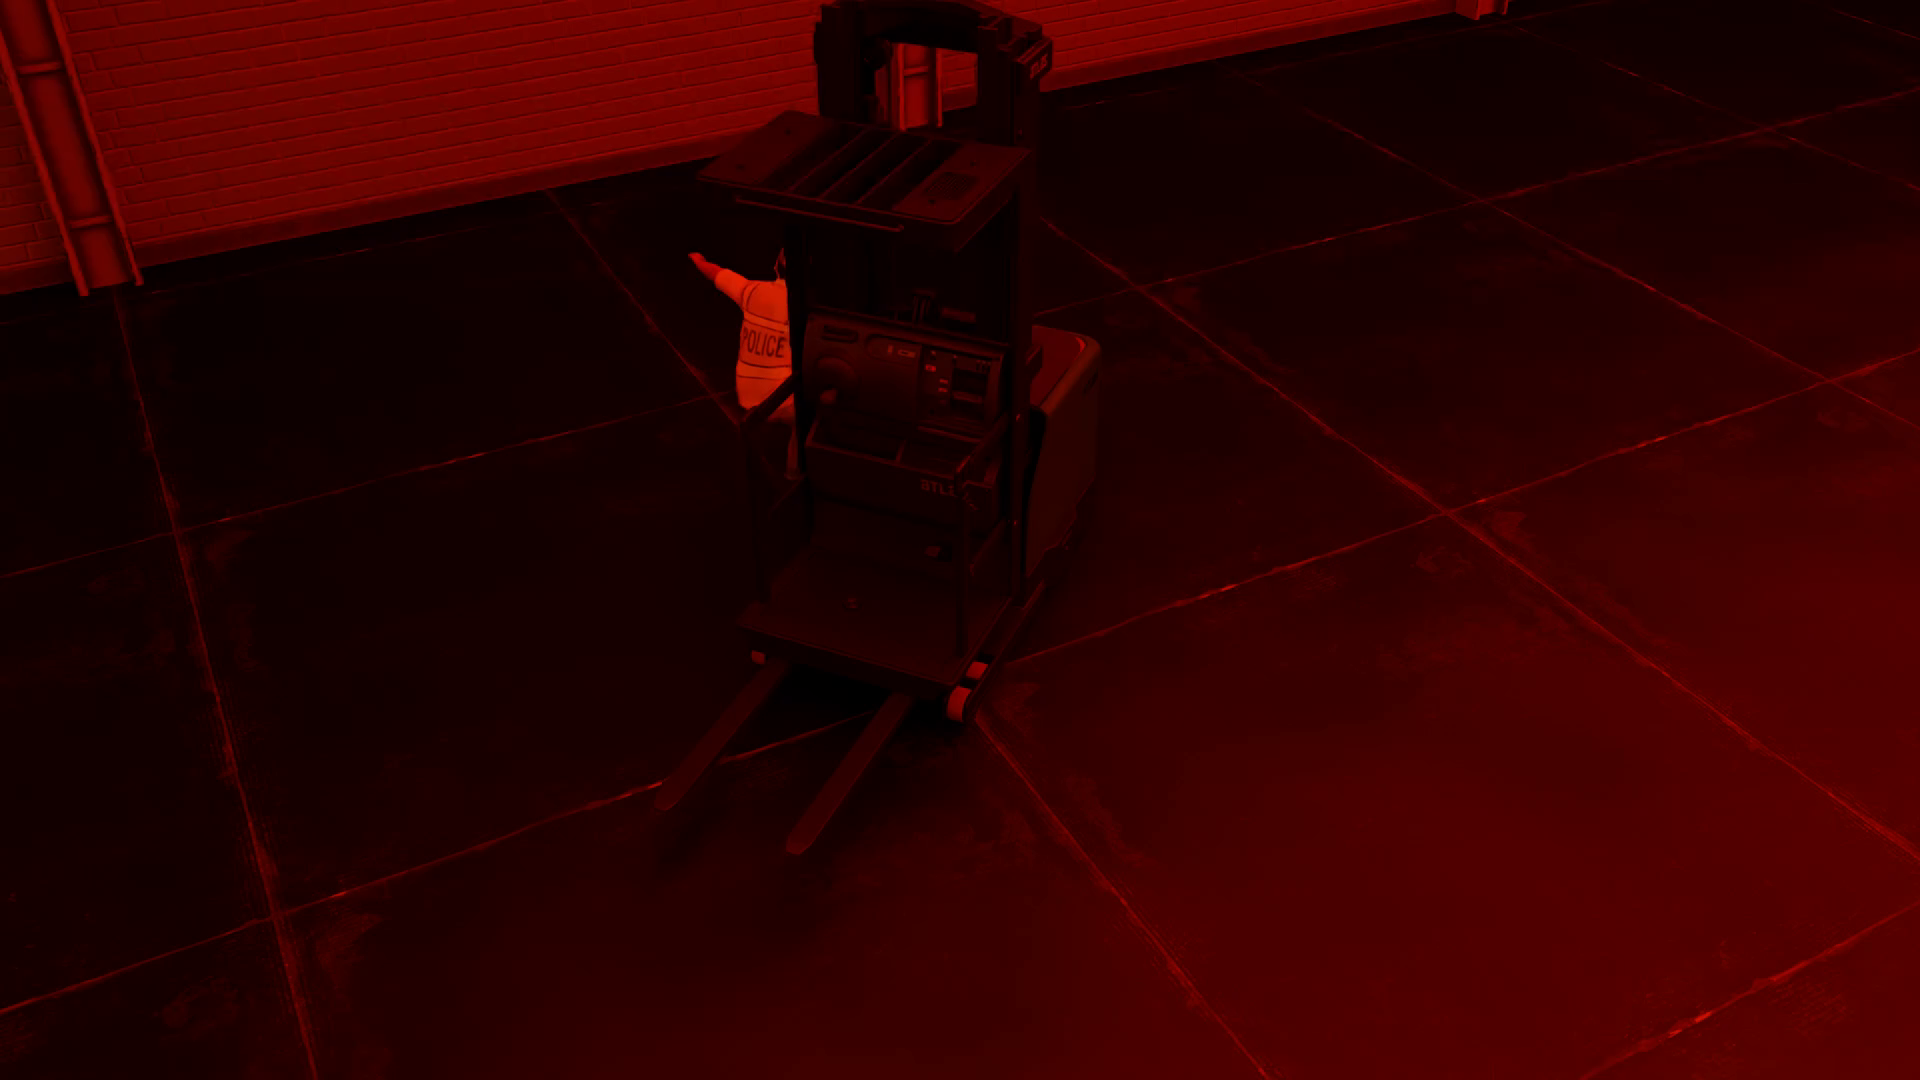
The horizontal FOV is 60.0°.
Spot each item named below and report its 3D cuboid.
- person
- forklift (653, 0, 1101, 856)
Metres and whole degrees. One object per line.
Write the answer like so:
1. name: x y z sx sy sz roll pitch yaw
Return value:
1. person: -0.855 -0.913 8.766 1.526 1.390 0.792 18 39 24
2. forklift: -0.339 -0.655 7.049 1.130 2.935 3.031 14 38 19
